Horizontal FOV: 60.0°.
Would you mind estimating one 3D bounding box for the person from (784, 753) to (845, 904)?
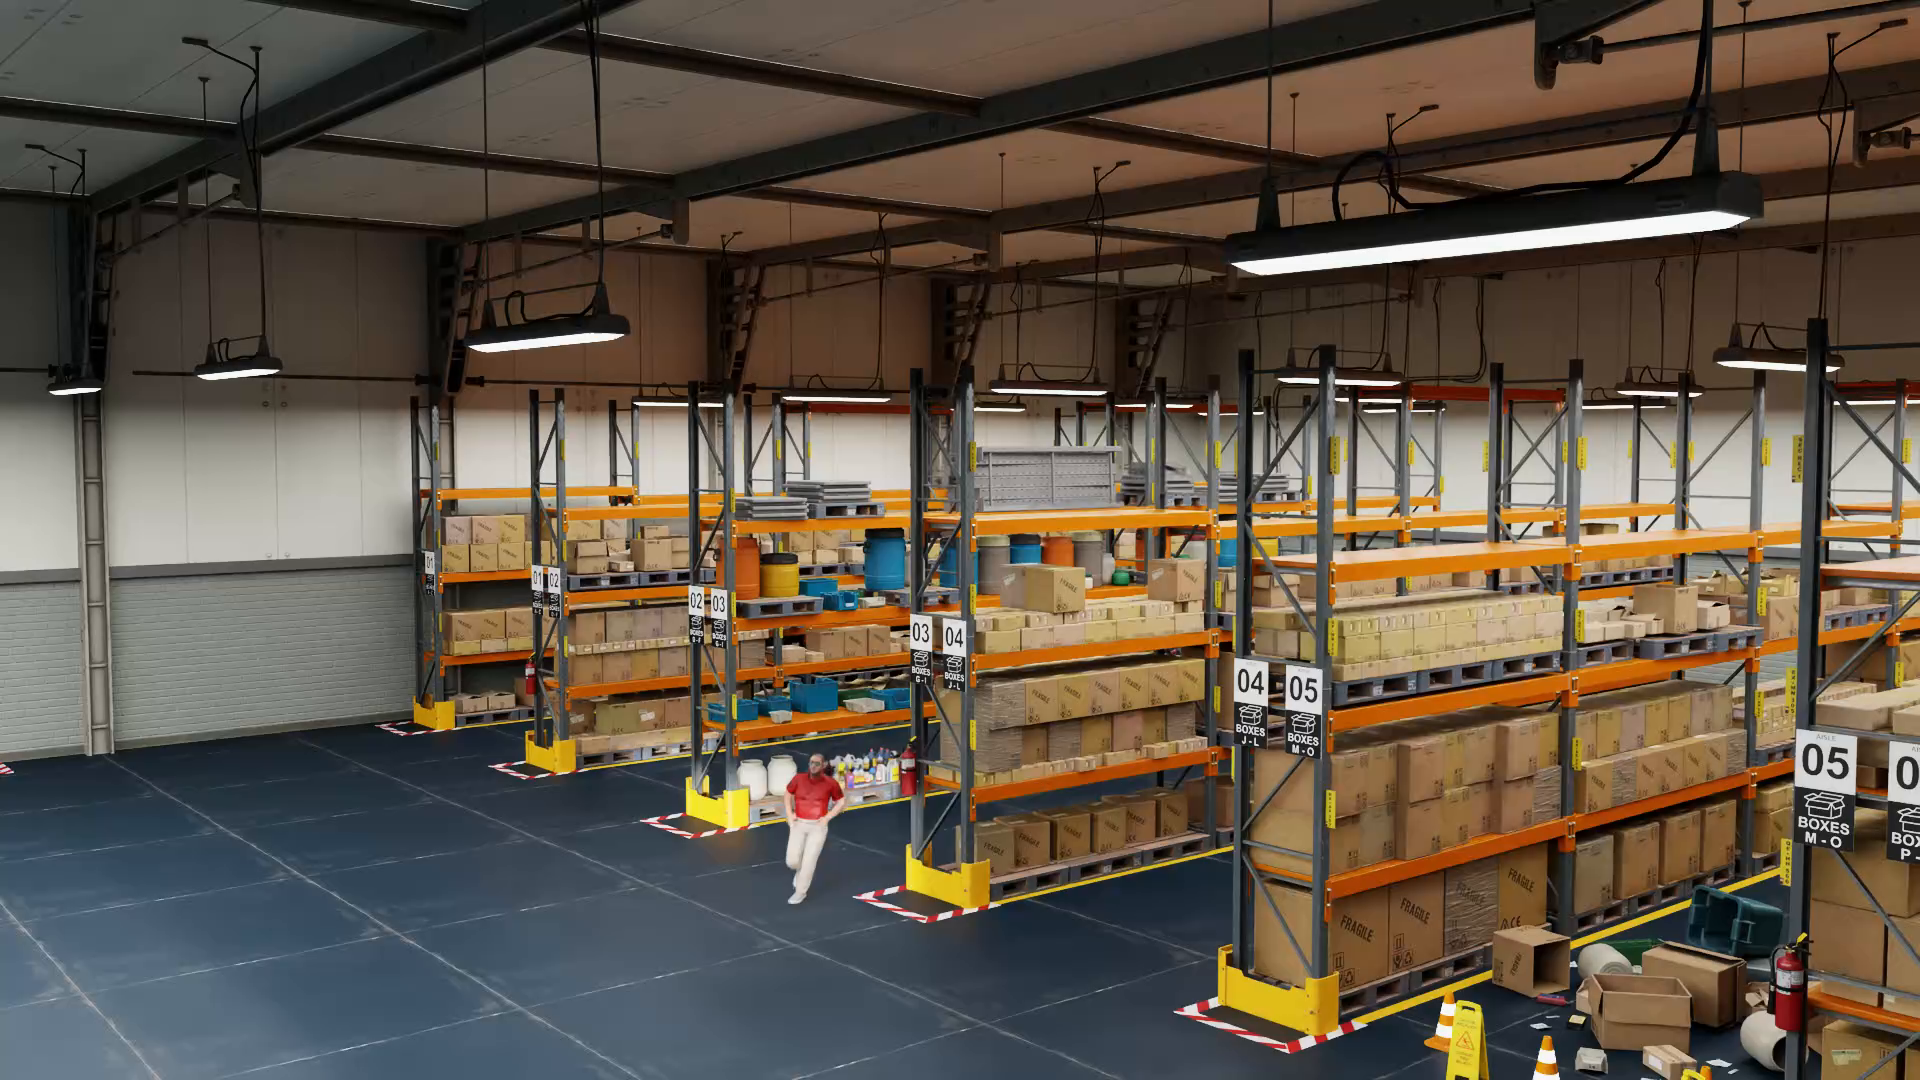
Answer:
[{"bbox_3d":[-1.645,3.227,18.787,0.703,1.677,0.601,0,3,8],"label":"person"}]
